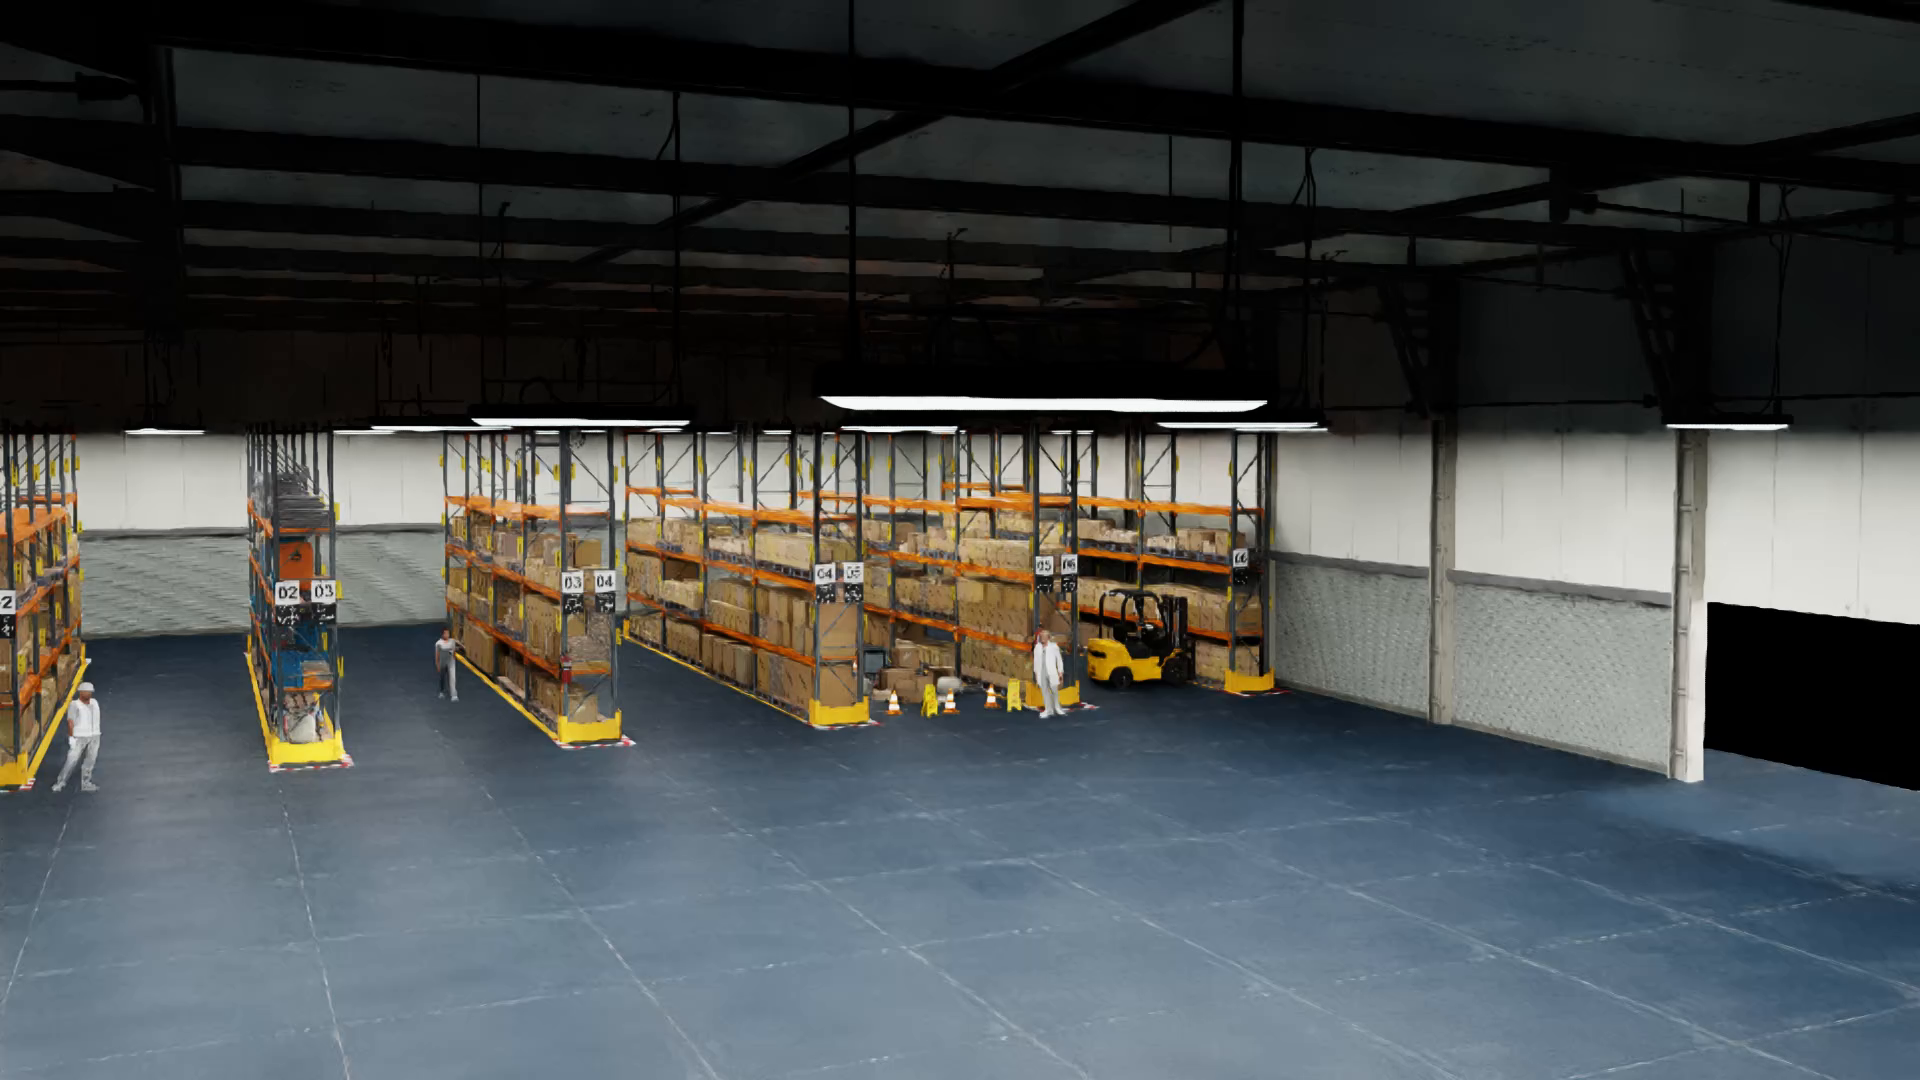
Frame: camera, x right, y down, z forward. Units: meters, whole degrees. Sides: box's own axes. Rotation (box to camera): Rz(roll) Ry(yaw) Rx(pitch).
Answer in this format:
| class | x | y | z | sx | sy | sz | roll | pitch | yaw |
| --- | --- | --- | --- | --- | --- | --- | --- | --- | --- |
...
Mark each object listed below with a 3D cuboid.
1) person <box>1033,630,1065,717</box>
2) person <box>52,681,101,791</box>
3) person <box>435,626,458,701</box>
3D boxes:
| class | x | y | z | sx | sy | sz | roll | pitch | yaw |
| --- | --- | --- | --- | --- | --- | --- | --- | --- | --- |
| person | 1.831 | 2.716 | 34.009 | 0.680 | 1.771 | 0.495 | 1 | 4 | 22 |
| person | -14.201 | 3.163 | 26.727 | 0.521 | 1.773 | 0.745 | 2 | 4 | 24 |
| person | -11.134 | 2.662 | 36.003 | 0.446 | 1.588 | 1.110 | -1 | 4 | -22 |
